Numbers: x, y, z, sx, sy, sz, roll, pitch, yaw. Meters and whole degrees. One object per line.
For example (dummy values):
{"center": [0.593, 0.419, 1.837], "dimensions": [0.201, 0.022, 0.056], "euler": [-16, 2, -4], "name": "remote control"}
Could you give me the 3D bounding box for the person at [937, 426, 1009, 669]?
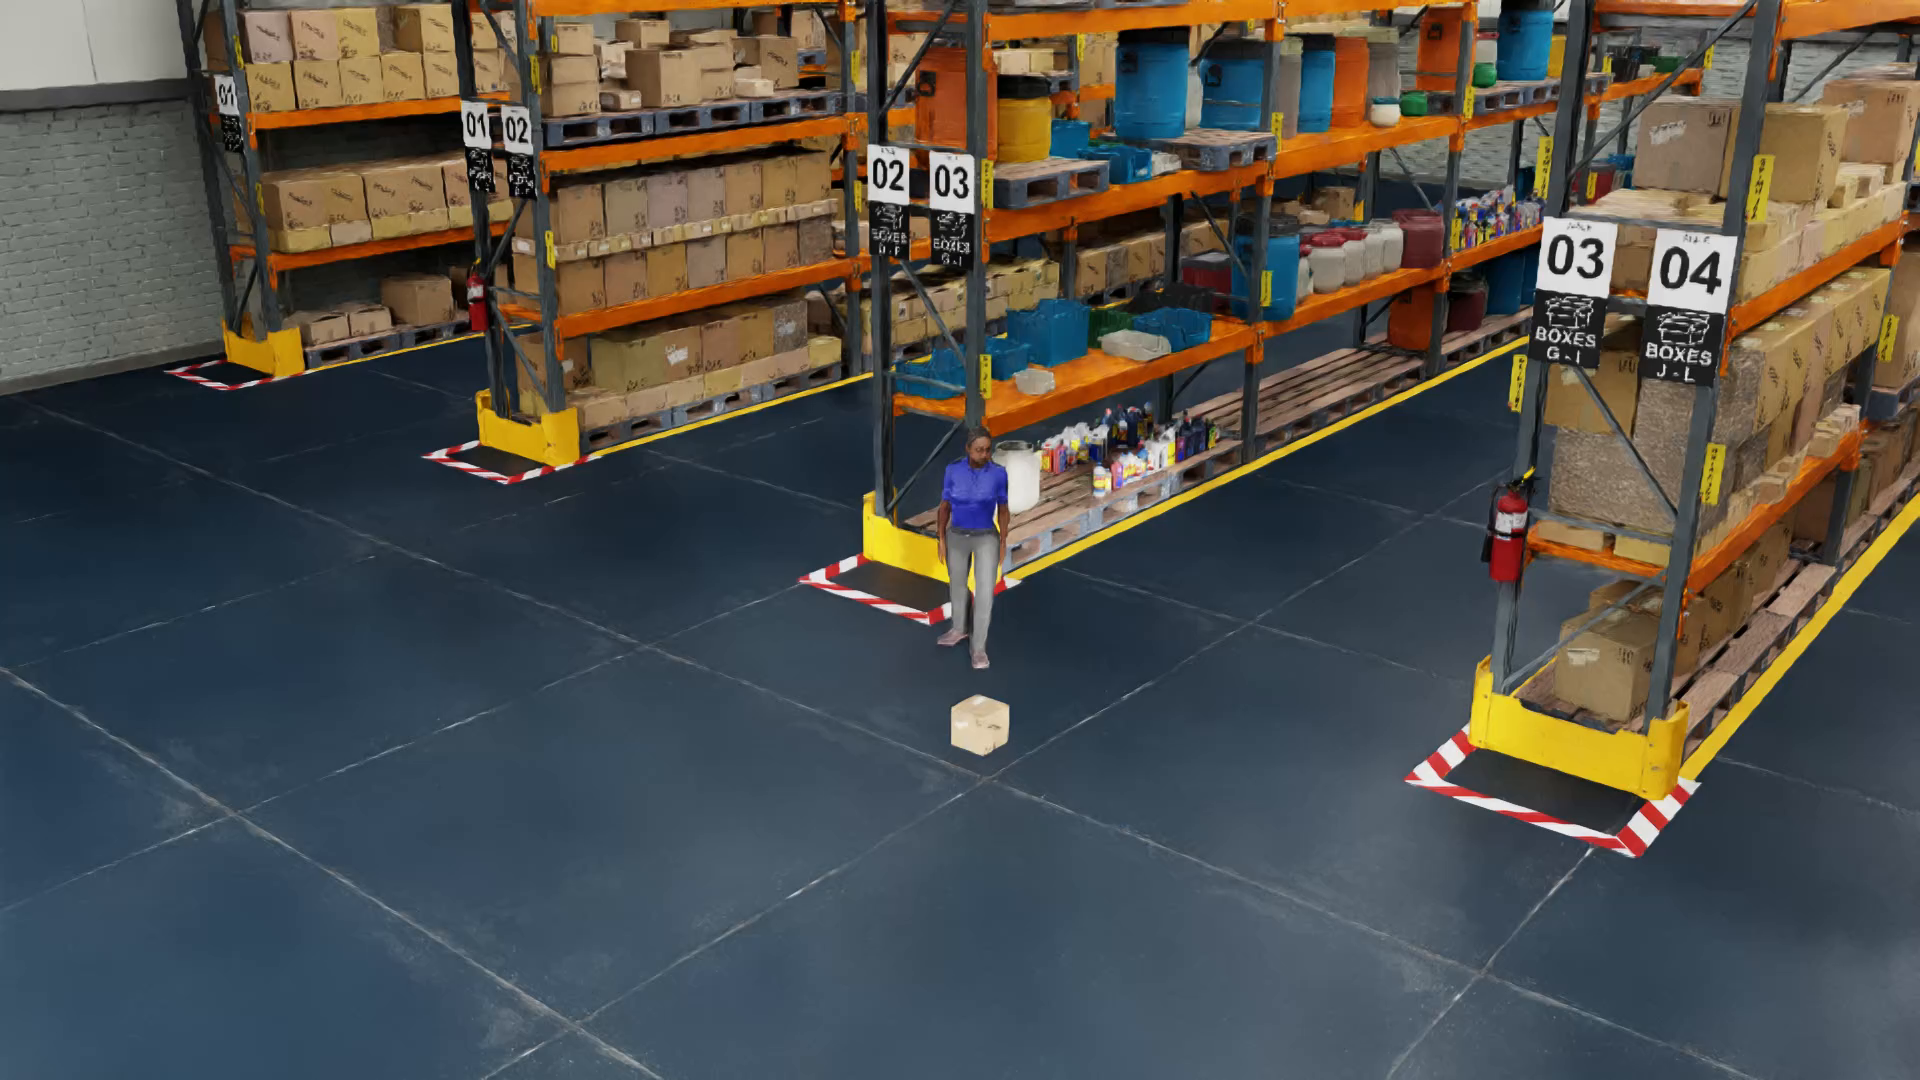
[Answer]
{"center": [0.080, 0.002, 11.087], "dimensions": [0.498, 1.646, 0.546], "euler": [2, 20, 5], "name": "person"}
